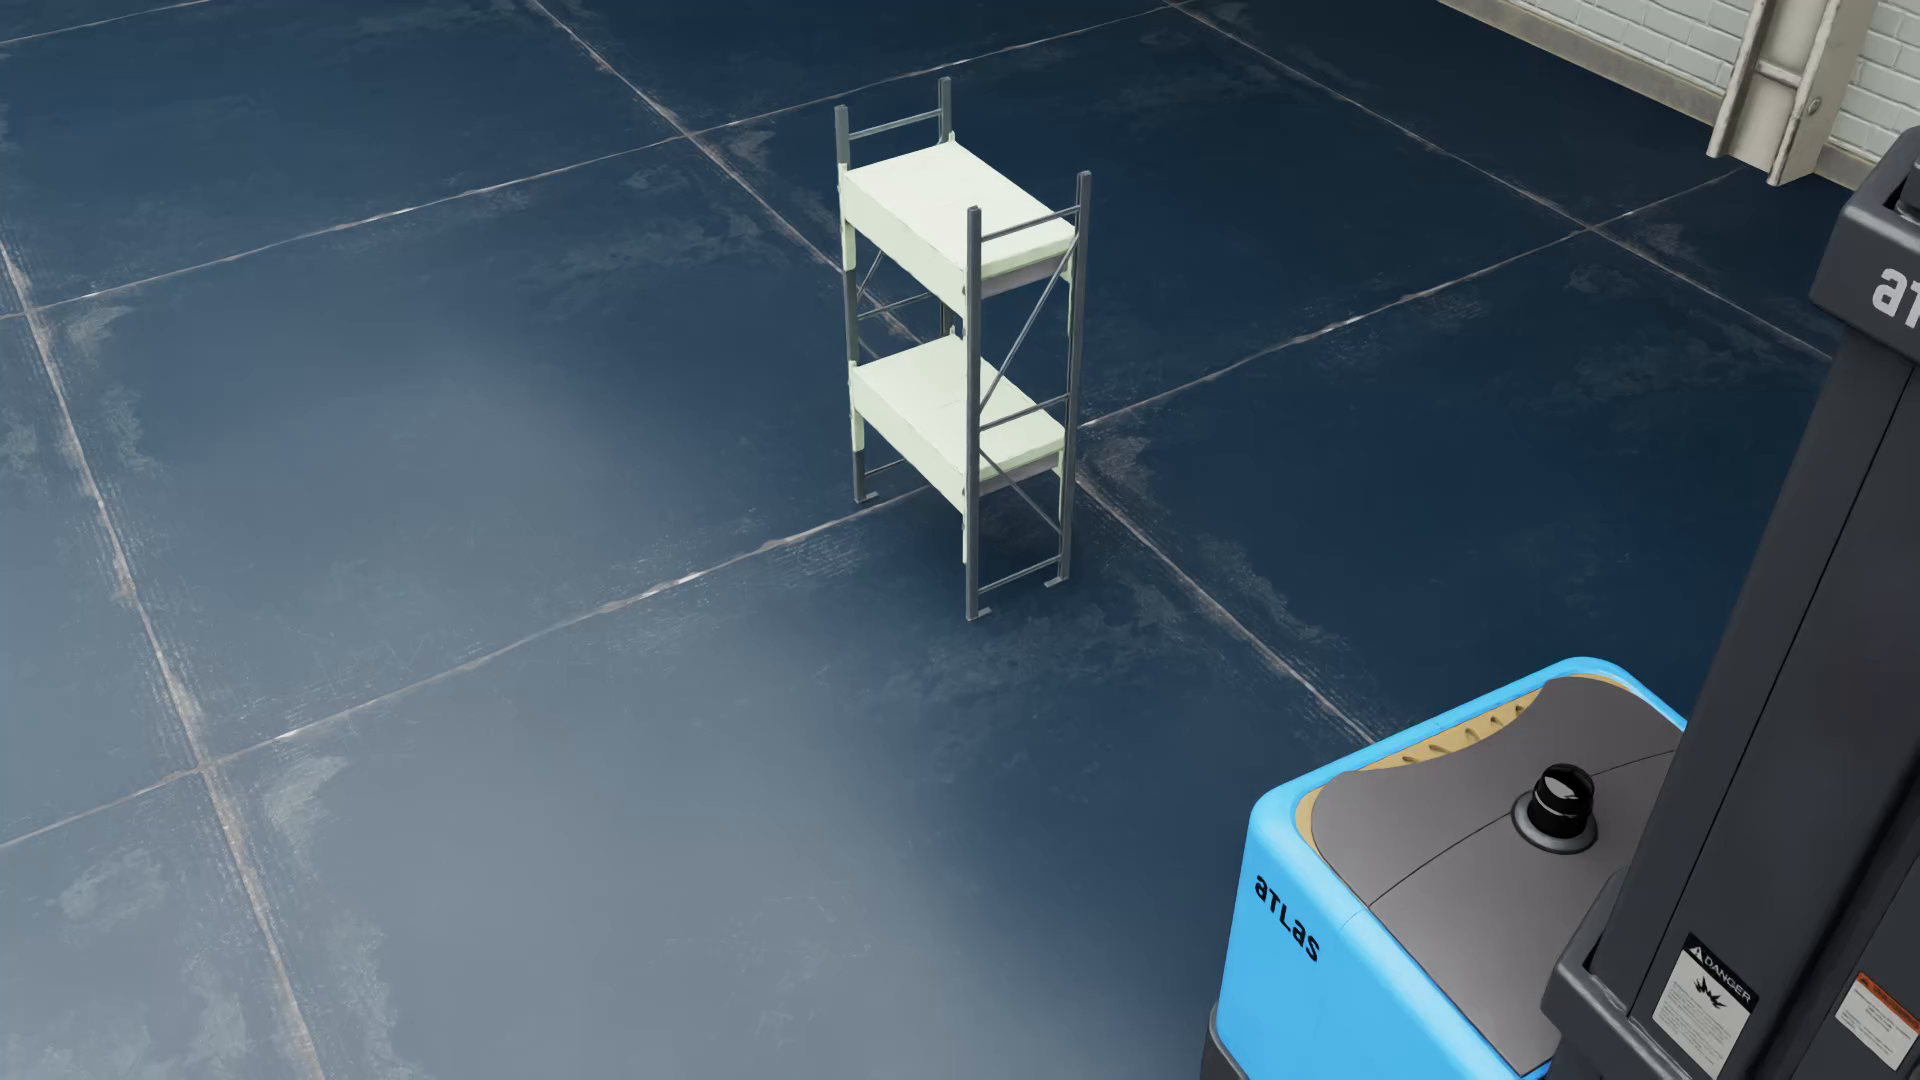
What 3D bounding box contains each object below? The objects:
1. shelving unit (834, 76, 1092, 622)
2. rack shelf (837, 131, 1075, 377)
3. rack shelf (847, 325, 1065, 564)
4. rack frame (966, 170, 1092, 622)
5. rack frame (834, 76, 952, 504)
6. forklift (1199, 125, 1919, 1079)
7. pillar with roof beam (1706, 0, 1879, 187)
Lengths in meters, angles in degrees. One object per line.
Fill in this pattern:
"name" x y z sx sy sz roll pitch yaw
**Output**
"shelving unit" -0.004 -0.580 5.274 0.431 1.500 0.755 -22 45 -24
"rack shelf" -0.004 -0.880 5.024 0.431 0.370 0.720 -22 45 -24
"rack shelf" -0.004 -0.329 5.483 0.431 0.370 0.720 -22 45 -24
"rack frame" 0.193 -0.382 5.037 0.400 1.500 0.023 -22 45 -24
"rack frame" -0.200 -0.777 5.511 0.400 1.500 0.023 -22 45 -24
"forklift" 1.727 0.918 2.358 1.130 2.935 3.031 -19 43 -21
"pillar with roof beam" 0.178 -3.772 3.248 9.100 9.000 0.400 -22 45 -24
